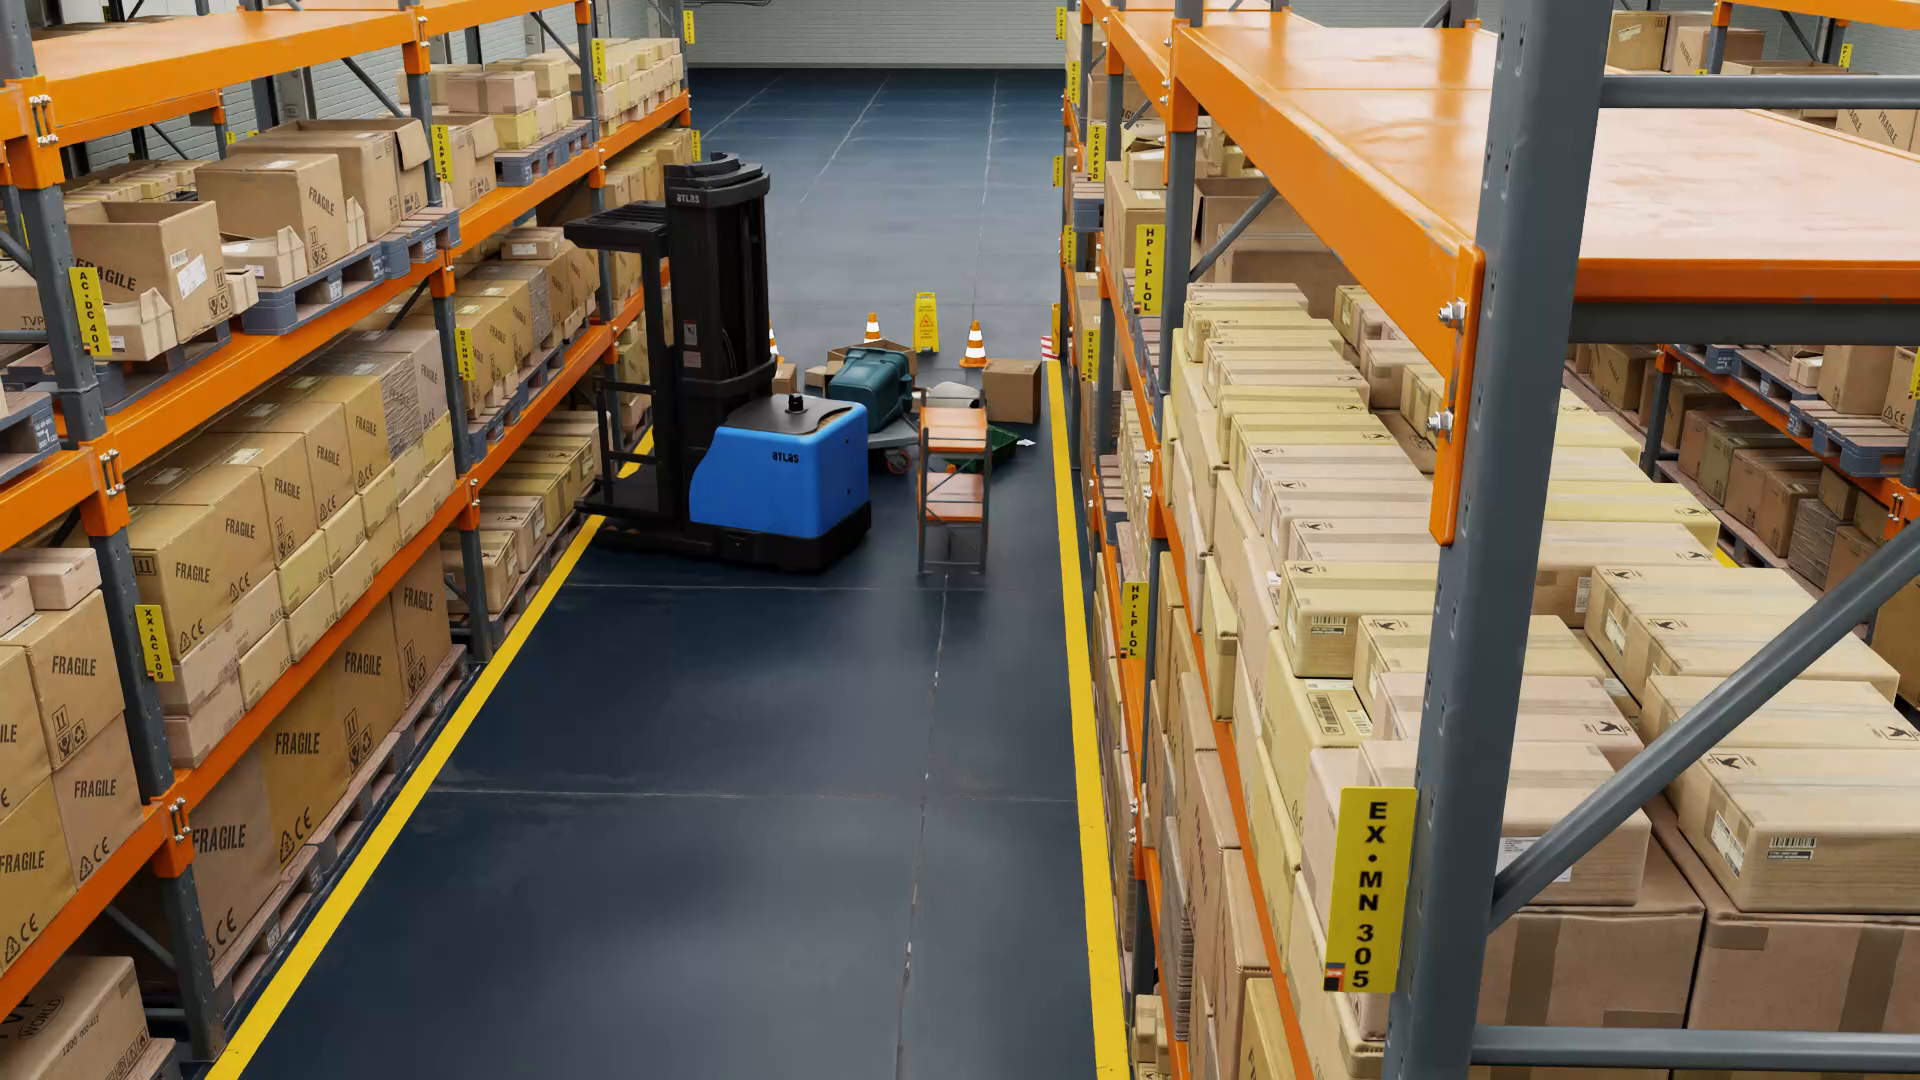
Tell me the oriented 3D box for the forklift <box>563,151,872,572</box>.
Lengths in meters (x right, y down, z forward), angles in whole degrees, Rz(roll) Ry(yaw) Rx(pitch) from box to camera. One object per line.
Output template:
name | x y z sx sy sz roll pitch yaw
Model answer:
forklift | -2.267 -1.450 12.714 3.031 2.935 1.130 8 23 20

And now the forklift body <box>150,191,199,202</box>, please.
forklift body | -6.548 -2.449 16.368 2.313 2.155 1.214 1 21 2

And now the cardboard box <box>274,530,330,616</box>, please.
cardboard box | -3.392 0.151 8.008 0.500 0.250 0.500 1 21 2

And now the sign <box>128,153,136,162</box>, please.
sign | -8.868 -3.999 17.883 0.100 0.325 0.005 1 21 2

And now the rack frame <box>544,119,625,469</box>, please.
rack frame | -3.474 -2.051 14.168 1.000 3.000 0.127 1 21 2

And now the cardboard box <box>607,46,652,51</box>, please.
cardboard box | -3.177 -4.660 15.991 0.380 0.149 0.250 1 21 2

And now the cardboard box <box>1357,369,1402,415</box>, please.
cardboard box | 1.447 -0.344 5.139 0.500 0.250 0.500 0 21 -1

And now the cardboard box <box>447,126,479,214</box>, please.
cardboard box | -3.556 -2.392 10.763 0.700 0.500 0.500 1 21 2

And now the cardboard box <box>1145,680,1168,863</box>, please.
cardboard box | 0.967 0.850 6.141 0.500 0.500 0.500 0 21 1

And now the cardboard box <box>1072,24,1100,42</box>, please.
cardboard box | 1.216 -4.613 15.152 0.380 0.149 0.250 1 21 2

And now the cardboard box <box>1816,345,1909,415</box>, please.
cardboard box | 6.204 -1.137 11.093 0.700 0.500 0.500 4 22 10

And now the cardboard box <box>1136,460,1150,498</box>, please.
cardboard box | 1.110 -0.303 8.607 0.380 0.149 0.250 1 21 3

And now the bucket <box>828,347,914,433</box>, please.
bucket | -0.823 -1.290 14.631 0.726 0.611 0.620 8 33 20

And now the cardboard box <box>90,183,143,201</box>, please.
cardboard box | -8.154 -3.352 16.074 0.380 0.149 0.250 1 21 2

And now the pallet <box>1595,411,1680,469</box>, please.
pallet | 6.417 -0.885 15.019 1.003 0.211 1.213 1 21 2

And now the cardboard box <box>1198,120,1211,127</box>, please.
cardboard box | 1.613 -2.598 10.920 0.500 0.250 0.500 1 21 3

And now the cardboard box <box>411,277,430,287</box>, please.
cardboard box | -3.827 -1.883 11.708 0.380 0.149 0.250 0 21 -1

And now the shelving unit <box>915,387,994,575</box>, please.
shelving unit | -0.057 -0.465 12.629 0.538 1.125 1.048 1 22 -3

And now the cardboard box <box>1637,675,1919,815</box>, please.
cardboard box | 1.375 0.352 2.794 0.380 0.149 0.250 1 21 4

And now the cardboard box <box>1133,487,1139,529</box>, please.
cardboard box | 1.102 -0.166 8.666 0.380 0.149 0.250 0 21 1

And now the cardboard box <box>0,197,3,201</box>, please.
cardboard box | -8.711 -3.082 15.378 0.380 0.149 0.250 0 21 1

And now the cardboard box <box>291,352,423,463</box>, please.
cardboard box | -3.357 -0.742 9.274 0.500 0.500 0.500 1 21 3

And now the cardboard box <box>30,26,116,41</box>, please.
cardboard box | -8.270 -4.496 15.463 0.797 0.503 0.637 1 21 3

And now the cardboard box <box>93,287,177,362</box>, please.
cardboard box | -3.352 -0.867 6.576 0.396 0.266 0.258 0 21 1

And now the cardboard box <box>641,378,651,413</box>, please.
cardboard box | -3.181 -1.368 15.630 0.500 0.250 0.500 2 21 5

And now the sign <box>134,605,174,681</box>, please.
sign | -3.162 0.407 6.528 0.100 0.325 0.005 1 21 2

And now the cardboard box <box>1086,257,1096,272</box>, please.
cardboard box | 1.477 -2.237 14.439 0.875 0.550 0.550 1 21 2

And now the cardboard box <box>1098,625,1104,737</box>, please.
cardboard box | 1.067 0.817 9.650 0.500 0.500 0.500 1 21 2

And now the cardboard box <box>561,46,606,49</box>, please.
cardboard box | -3.621 -4.663 15.997 0.380 0.149 0.250 1 21 1

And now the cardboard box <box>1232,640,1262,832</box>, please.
cardboard box | 0.898 0.446 3.793 0.500 0.250 0.500 2 21 4

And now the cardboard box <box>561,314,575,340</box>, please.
cardboard box | -3.215 -1.660 12.927 0.380 0.149 0.250 1 21 2

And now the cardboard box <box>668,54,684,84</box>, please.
cardboard box | -3.098 -4.777 16.842 0.500 0.250 0.500 0 21 1

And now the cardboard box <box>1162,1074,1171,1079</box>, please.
cardboard box | 0.985 2.074 6.486 0.380 0.149 0.250 1 21 2

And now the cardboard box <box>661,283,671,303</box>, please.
cardboard box | -3.080 -2.451 16.487 0.380 0.149 0.250 2 21 4

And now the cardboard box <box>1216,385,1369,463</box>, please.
cardboard box | 0.895 -0.311 4.502 0.380 0.149 0.250 2 21 4

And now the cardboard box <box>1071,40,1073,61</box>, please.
cardboard box | 1.283 -4.470 15.333 0.500 0.250 0.500 1 21 1

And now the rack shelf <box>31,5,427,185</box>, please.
rack shelf | -3.656 -2.157 7.694 1.077 0.370 4.000 1 21 2

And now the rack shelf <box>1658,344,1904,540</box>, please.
rack shelf | 6.371 -0.883 12.154 1.077 0.370 4.000 1 21 2

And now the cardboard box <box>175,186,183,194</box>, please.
cardboard box | -8.110 -3.496 16.857 0.380 0.149 0.250 0 21 1

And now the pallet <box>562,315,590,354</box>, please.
pallet | -3.642 -1.687 13.495 1.003 0.211 1.213 1 21 2

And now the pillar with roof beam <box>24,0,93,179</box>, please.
pillar with roof beam | -4.932 -6.058 16.202 9.100 9.000 0.400 1 21 2

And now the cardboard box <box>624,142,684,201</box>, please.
cardboard box | -3.085 -3.593 16.211 0.700 0.500 0.500 0 21 1

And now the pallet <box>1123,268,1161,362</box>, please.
pallet | 1.388 -1.049 7.697 1.213 0.211 1.003 1 21 2

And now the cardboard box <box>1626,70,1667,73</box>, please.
cardboard box | 6.279 -4.245 15.332 0.380 0.149 0.250 0 21 1

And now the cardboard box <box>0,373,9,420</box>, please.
cardboard box | -3.416 -0.502 5.497 0.396 0.266 0.258 1 21 3

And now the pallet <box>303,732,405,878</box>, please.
pallet | -3.734 1.419 9.079 1.003 0.211 1.213 1 21 2

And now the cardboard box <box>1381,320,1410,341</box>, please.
cardboard box | 1.535 -0.587 5.215 0.380 0.149 0.250 1 21 2

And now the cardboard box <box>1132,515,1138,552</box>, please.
cardboard box | 1.102 -0.027 8.717 0.380 0.149 0.250 1 21 2

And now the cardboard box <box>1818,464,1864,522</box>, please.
cardboard box | 6.307 -0.320 11.517 0.500 0.250 0.500 3 21 8

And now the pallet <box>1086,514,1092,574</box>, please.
pallet | 1.495 -0.011 12.766 1.003 0.211 1.213 1 21 2

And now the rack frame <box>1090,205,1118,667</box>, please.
rack frame | 1.356 -0.587 10.395 1.000 3.000 0.127 1 21 2

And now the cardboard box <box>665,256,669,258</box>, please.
cardboard box | -3.053 -2.964 16.868 0.380 0.149 0.250 1 21 3

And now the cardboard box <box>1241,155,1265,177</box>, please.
cardboard box | 1.584 -1.774 8.112 0.396 0.266 0.258 1 21 2

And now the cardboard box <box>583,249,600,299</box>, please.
cardboard box | -3.258 -2.263 13.583 0.500 0.500 0.500 0 21 1

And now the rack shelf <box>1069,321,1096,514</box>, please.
rack shelf | 1.416 -0.975 12.389 1.077 0.370 4.000 1 21 2

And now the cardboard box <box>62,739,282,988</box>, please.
cardboard box | -3.778 1.411 7.602 0.875 0.875 0.875 1 21 3

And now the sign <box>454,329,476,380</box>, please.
sign | -3.040 -1.140 10.219 0.100 0.325 0.005 1 21 2

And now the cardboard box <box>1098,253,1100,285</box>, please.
cardboard box | 1.454 -2.180 12.981 0.700 0.500 0.500 0 21 1

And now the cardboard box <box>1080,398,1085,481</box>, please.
cardboard box | 1.548 -0.955 13.872 1.050 0.750 0.750 1 21 1
